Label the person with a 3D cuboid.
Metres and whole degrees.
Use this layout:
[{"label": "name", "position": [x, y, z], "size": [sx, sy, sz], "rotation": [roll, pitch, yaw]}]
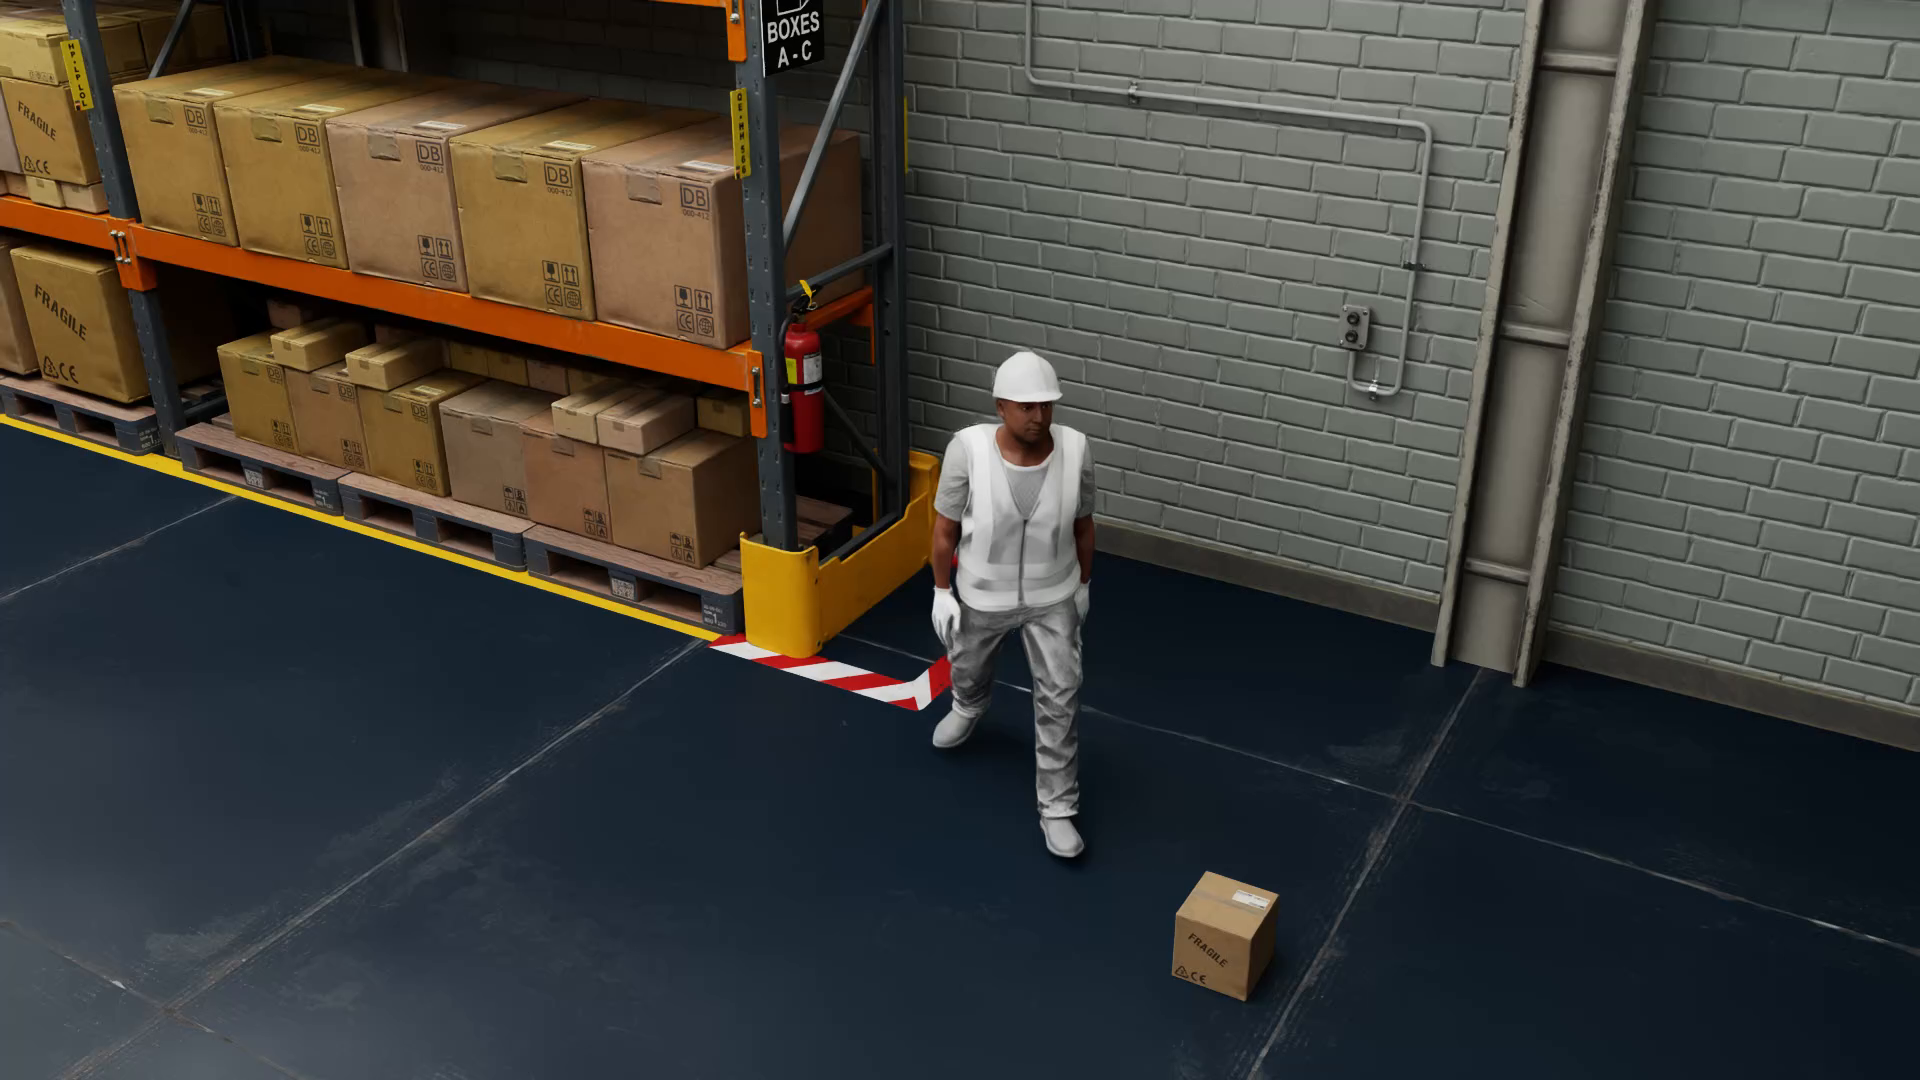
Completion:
[{"label": "person", "position": [0.180, 0.157, 5.781], "size": [0.566, 1.767, 0.926], "rotation": [-1, 26, -3]}]
